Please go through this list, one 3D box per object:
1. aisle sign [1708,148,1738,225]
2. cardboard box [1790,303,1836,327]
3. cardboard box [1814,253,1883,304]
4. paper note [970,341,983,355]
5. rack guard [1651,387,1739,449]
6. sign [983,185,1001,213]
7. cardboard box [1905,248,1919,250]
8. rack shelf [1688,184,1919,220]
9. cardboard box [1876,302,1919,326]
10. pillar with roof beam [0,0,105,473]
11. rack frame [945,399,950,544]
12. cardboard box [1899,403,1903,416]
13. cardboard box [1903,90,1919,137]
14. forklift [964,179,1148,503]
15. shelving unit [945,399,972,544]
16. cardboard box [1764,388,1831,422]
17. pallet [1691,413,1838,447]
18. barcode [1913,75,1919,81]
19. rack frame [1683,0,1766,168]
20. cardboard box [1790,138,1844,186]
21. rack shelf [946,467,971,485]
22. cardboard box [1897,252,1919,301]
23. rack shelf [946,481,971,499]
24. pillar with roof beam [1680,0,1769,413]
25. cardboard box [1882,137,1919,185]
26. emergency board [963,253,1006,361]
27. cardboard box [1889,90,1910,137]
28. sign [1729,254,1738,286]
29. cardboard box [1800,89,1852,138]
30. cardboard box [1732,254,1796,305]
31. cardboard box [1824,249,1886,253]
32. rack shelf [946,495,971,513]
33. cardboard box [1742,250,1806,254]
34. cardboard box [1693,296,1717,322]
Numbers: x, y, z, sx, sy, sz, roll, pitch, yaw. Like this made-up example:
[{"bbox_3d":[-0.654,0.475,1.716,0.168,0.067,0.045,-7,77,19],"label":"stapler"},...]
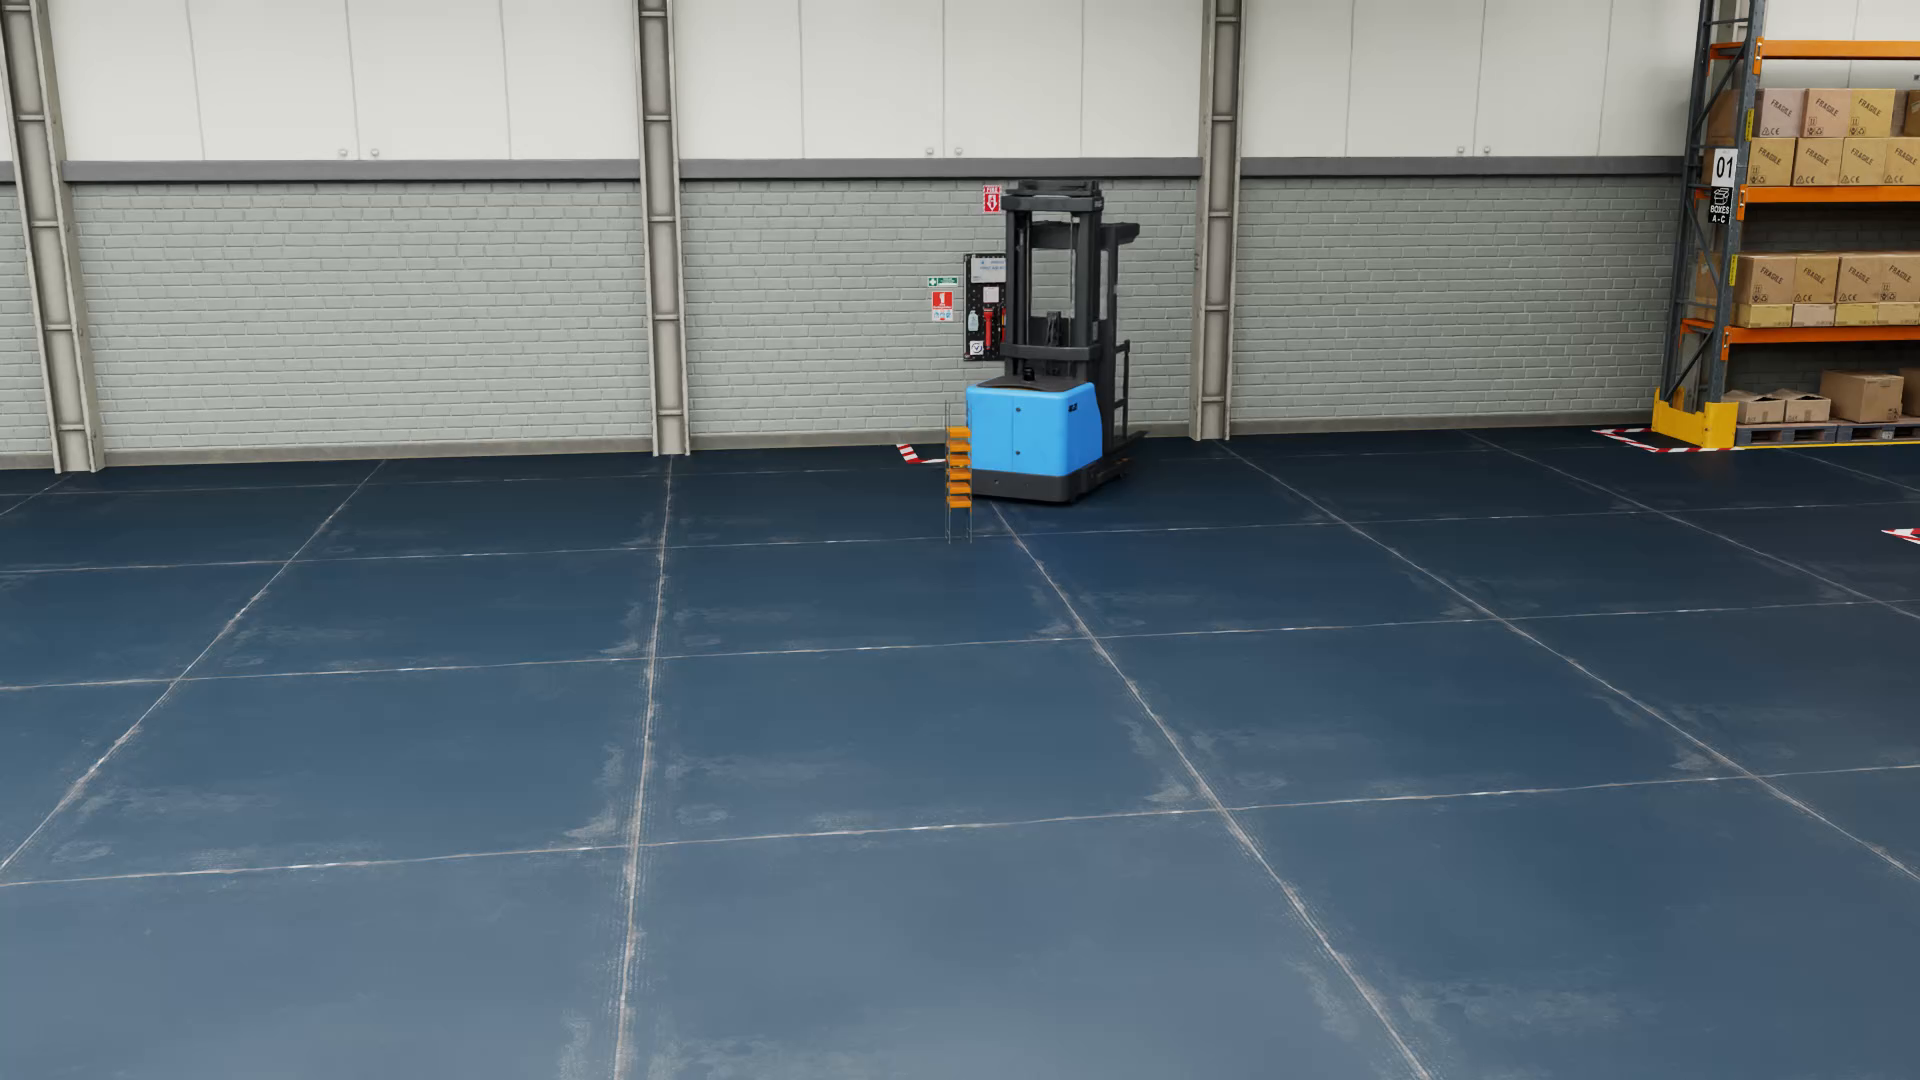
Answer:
[{"bbox_3d":[8.163,-3.785,17.802,0.004,0.787,0.394,-2,14,-8],"label":"aisle sign"},{"bbox_3d":[9.230,-2.499,18.287,0.500,0.250,0.500,-3,14,-10],"label":"cardboard box"},{"bbox_3d":[9.708,-2.877,18.252,0.500,0.500,0.500,-3,14,-10],"label":"cardboard box"},{"bbox_3d":[0.185,-2.117,18.308,0.142,0.148,0.016,-2,14,-8],"label":"paper note"},{"bbox_3d":[8.264,-1.389,18.732,0.348,0.500,1.175,-2,14,-8],"label":"rack guard"},{"bbox_3d":[0.347,-3.682,17.972,0.199,0.298,0.001,-2,14,-8],"label":"sign"},{"bbox_3d":[11.137,-3.059,18.980,0.500,0.500,0.500,-2,14,-9],"label":"cardboard box"},{"bbox_3d":[10.167,-3.777,18.428,4.000,0.370,1.077,-2,14,-8],"label":"rack shelf"},{"bbox_3d":[10.235,-2.534,18.426,0.500,0.250,0.500,-2,14,-8],"label":"cardboard box"},{"bbox_3d":[-8.405,-4.054,11.887,0.400,9.000,9.100,-2,14,-8],"label":"pillar with roof beam"},{"bbox_3d":[-0.105,-0.578,14.061,0.006,1.200,0.240,-2,14,-8],"label":"rack frame"},{"bbox_3d":[10.560,-1.521,19.076,0.250,0.149,0.380,-3,14,-13],"label":"cardboard box"},{"bbox_3d":[10.634,-4.614,17.986,0.500,0.500,0.500,-3,14,-10],"label":"cardboard box"},{"bbox_3d":[1.104,-2.082,16.499,1.130,2.935,3.031,6,15,24],"label":"forklift"},{"bbox_3d":[-0.014,-0.581,14.074,0.189,1.200,0.258,-2,14,-8],"label":"shelving unit"},{"bbox_3d":[9.450,-1.532,18.786,0.500,0.311,0.500,-1,14,-4],"label":"cardboard box"},{"bbox_3d":[9.073,-1.270,18.850,1.213,0.211,1.003,-2,14,-8],"label":"pallet"},{"bbox_3d":[10.706,-5.173,18.610,0.075,0.075,0.001,-2,14,-8],"label":"barcode"},{"bbox_3d":[8.189,-5.508,17.687,0.127,3.000,1.000,-2,14,-8],"label":"rack frame"},{"bbox_3d":[9.093,-4.074,17.889,0.500,0.500,0.500,-1,14,-5],"label":"cardboard box"},{"bbox_3d":[-0.014,-0.538,14.085,0.180,0.103,0.258,-2,14,-8],"label":"rack shelf"},{"bbox_3d":[10.731,-2.917,18.414,0.500,0.500,0.500,-3,14,-10],"label":"cardboard box"},{"bbox_3d":[-0.014,-0.422,14.114,0.180,0.103,0.258,-2,14,-8],"label":"rack shelf"},{"bbox_3d":[9.394,-4.706,14.488,0.400,9.000,9.100,-2,14,-8],"label":"pillar with roof beam"},{"bbox_3d":[10.133,-4.119,18.066,0.500,0.500,0.500,-1,14,-5],"label":"cardboard box"},{"bbox_3d":[0.370,-2.534,18.160,0.643,1.169,0.194,-2,14,-8],"label":"emergency board"},{"bbox_3d":[10.104,-4.726,18.433,0.500,0.500,0.500,-2,14,-8],"label":"cardboard box"},{"bbox_3d":[8.270,-2.888,17.791,0.005,0.325,0.100,-2,14,-8],"label":"sign"},{"bbox_3d":[9.110,-4.558,17.762,0.500,0.500,0.500,-2,14,-9],"label":"cardboard box"},{"bbox_3d":[8.706,-2.844,18.122,0.500,0.500,0.500,-2,14,-8],"label":"cardboard box"},{"bbox_3d":[10.131,-3.021,18.828,0.500,0.500,0.500,-2,14,-8],"label":"cardboard box"},{"bbox_3d":[-0.014,-0.306,14.143,0.180,0.103,0.258,-2,14,-8],"label":"rack shelf"},{"bbox_3d":[9.123,-2.983,18.676,0.500,0.500,0.500,-2,14,-8],"label":"cardboard box"},{"bbox_3d":[8.623,-2.599,18.686,0.500,0.250,0.500,-2,14,-7],"label":"cardboard box"}]
